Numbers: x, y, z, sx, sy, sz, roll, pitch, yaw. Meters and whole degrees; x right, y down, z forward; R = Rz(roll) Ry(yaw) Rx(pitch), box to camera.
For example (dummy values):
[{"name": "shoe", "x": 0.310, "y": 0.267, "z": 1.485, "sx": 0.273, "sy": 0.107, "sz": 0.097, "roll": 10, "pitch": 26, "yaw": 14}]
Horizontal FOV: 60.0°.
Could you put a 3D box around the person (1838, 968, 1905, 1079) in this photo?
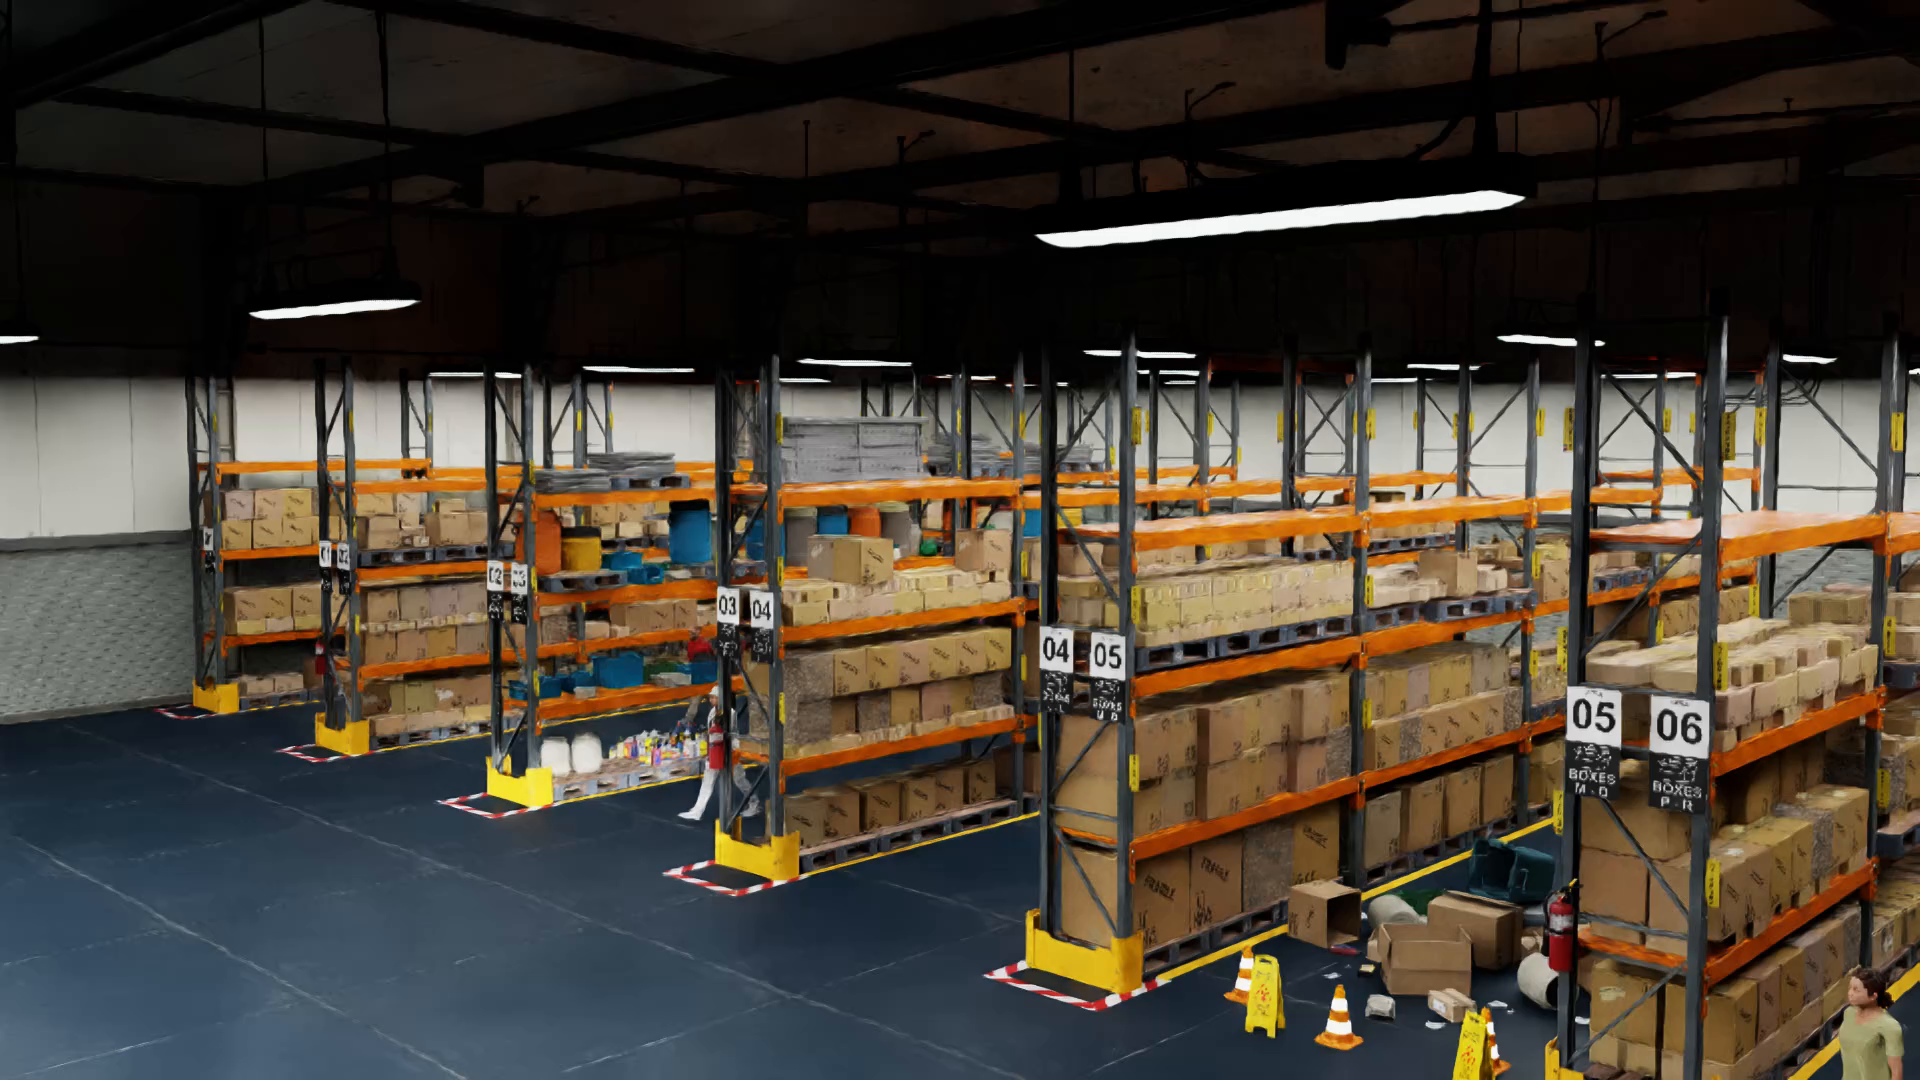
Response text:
[{"name": "person", "x": 5.761, "y": 3.535, "z": 10.602, "sx": 0.903, "sy": 1.607, "sz": 0.548, "roll": -2, "pitch": 5, "yaw": -21}]

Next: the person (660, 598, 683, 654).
[{"name": "person", "x": -5.601, "y": 1.899, "z": 32.056, "sx": 1.088, "sy": 1.589, "sz": 0.456, "roll": -4, "pitch": 6, "yaw": -44}]

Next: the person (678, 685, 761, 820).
[{"name": "person", "x": -3.024, "y": 2.682, "z": 21.014, "sx": 1.037, "sy": 1.722, "sz": 0.550, "roll": -3, "pitch": 5, "yaw": -37}]

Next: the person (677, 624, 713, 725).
[{"name": "person", "x": -4.349, "y": 2.208, "z": 27.659, "sx": 1.126, "sy": 1.645, "sz": 0.539, "roll": -4, "pitch": 6, "yaw": -44}]
